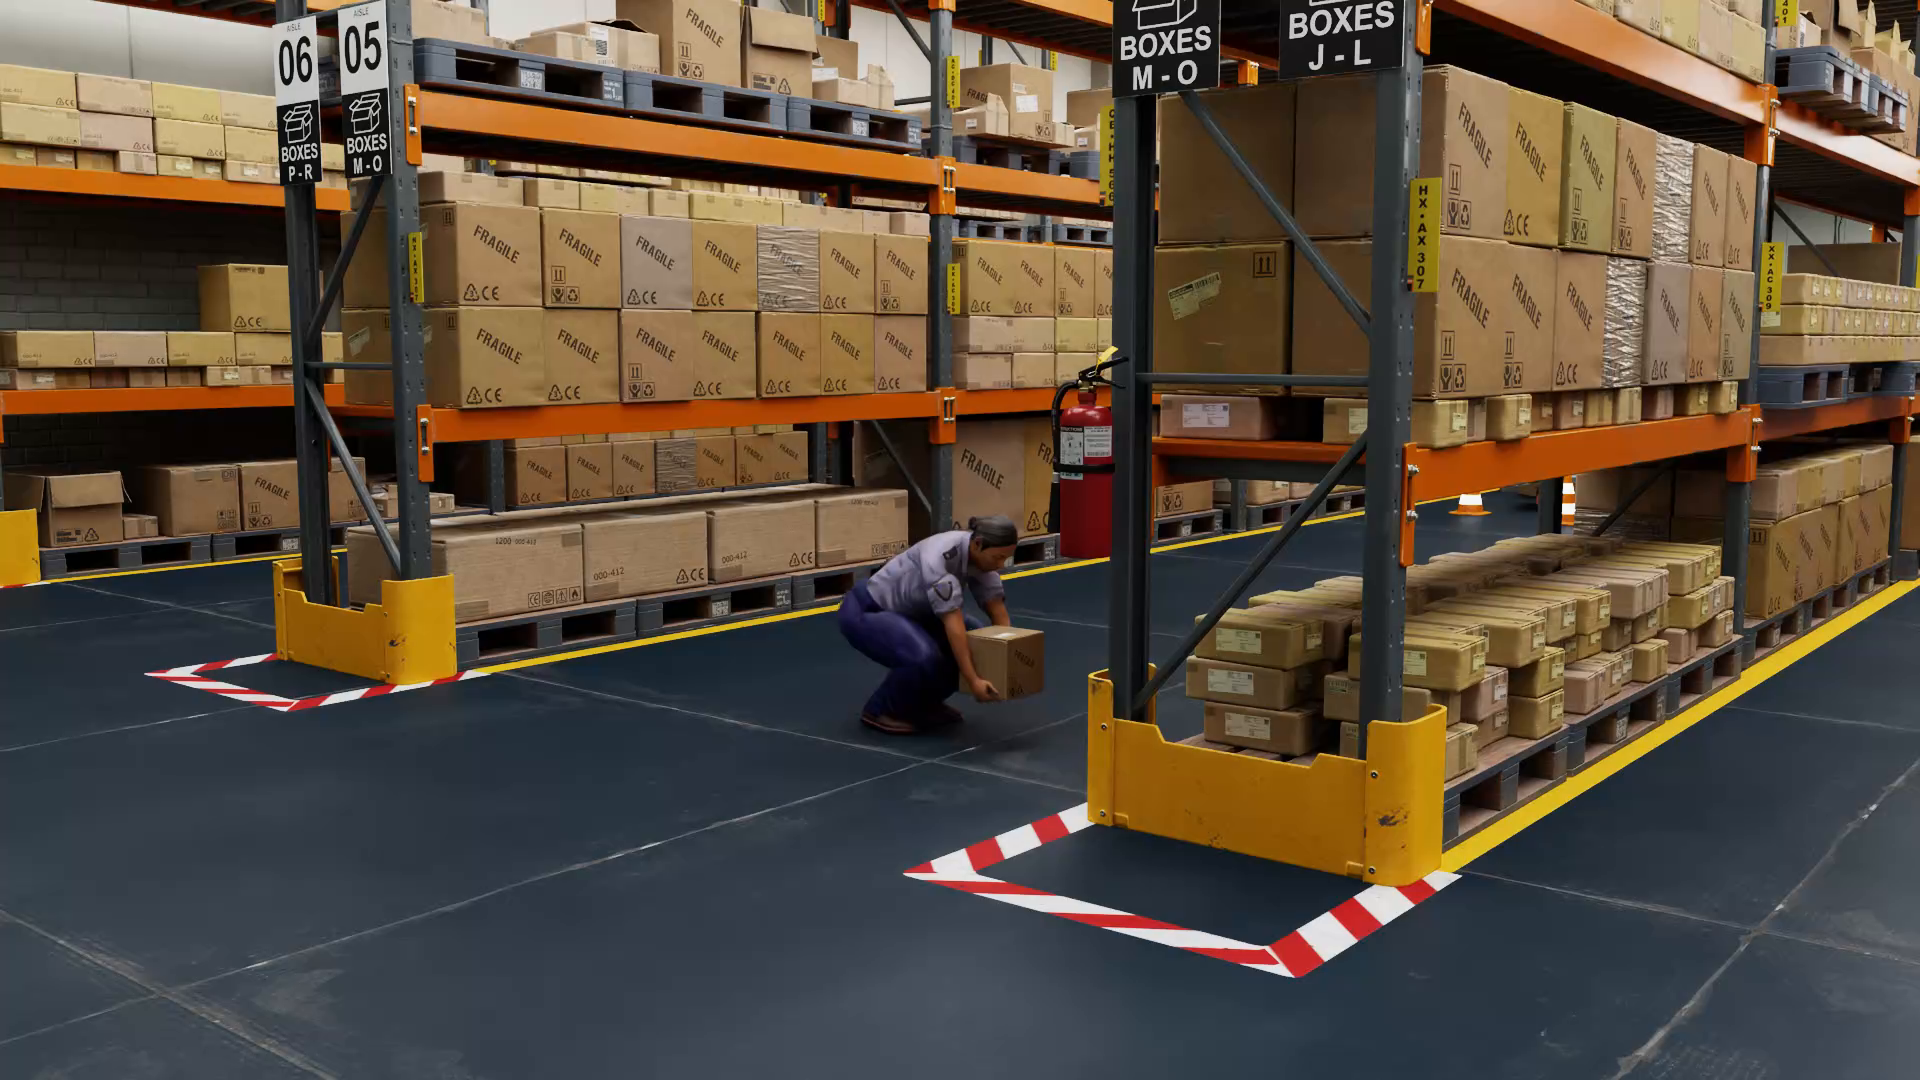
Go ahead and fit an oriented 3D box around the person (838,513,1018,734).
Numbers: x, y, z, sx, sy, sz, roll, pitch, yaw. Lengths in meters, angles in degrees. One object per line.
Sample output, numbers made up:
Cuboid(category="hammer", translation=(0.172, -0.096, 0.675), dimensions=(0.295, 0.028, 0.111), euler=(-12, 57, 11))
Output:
Cuboid(category="person", translation=(-0.095, 0.342, 6.996), dimensions=(0.860, 0.938, 0.507), euler=(5, 9, 37))
